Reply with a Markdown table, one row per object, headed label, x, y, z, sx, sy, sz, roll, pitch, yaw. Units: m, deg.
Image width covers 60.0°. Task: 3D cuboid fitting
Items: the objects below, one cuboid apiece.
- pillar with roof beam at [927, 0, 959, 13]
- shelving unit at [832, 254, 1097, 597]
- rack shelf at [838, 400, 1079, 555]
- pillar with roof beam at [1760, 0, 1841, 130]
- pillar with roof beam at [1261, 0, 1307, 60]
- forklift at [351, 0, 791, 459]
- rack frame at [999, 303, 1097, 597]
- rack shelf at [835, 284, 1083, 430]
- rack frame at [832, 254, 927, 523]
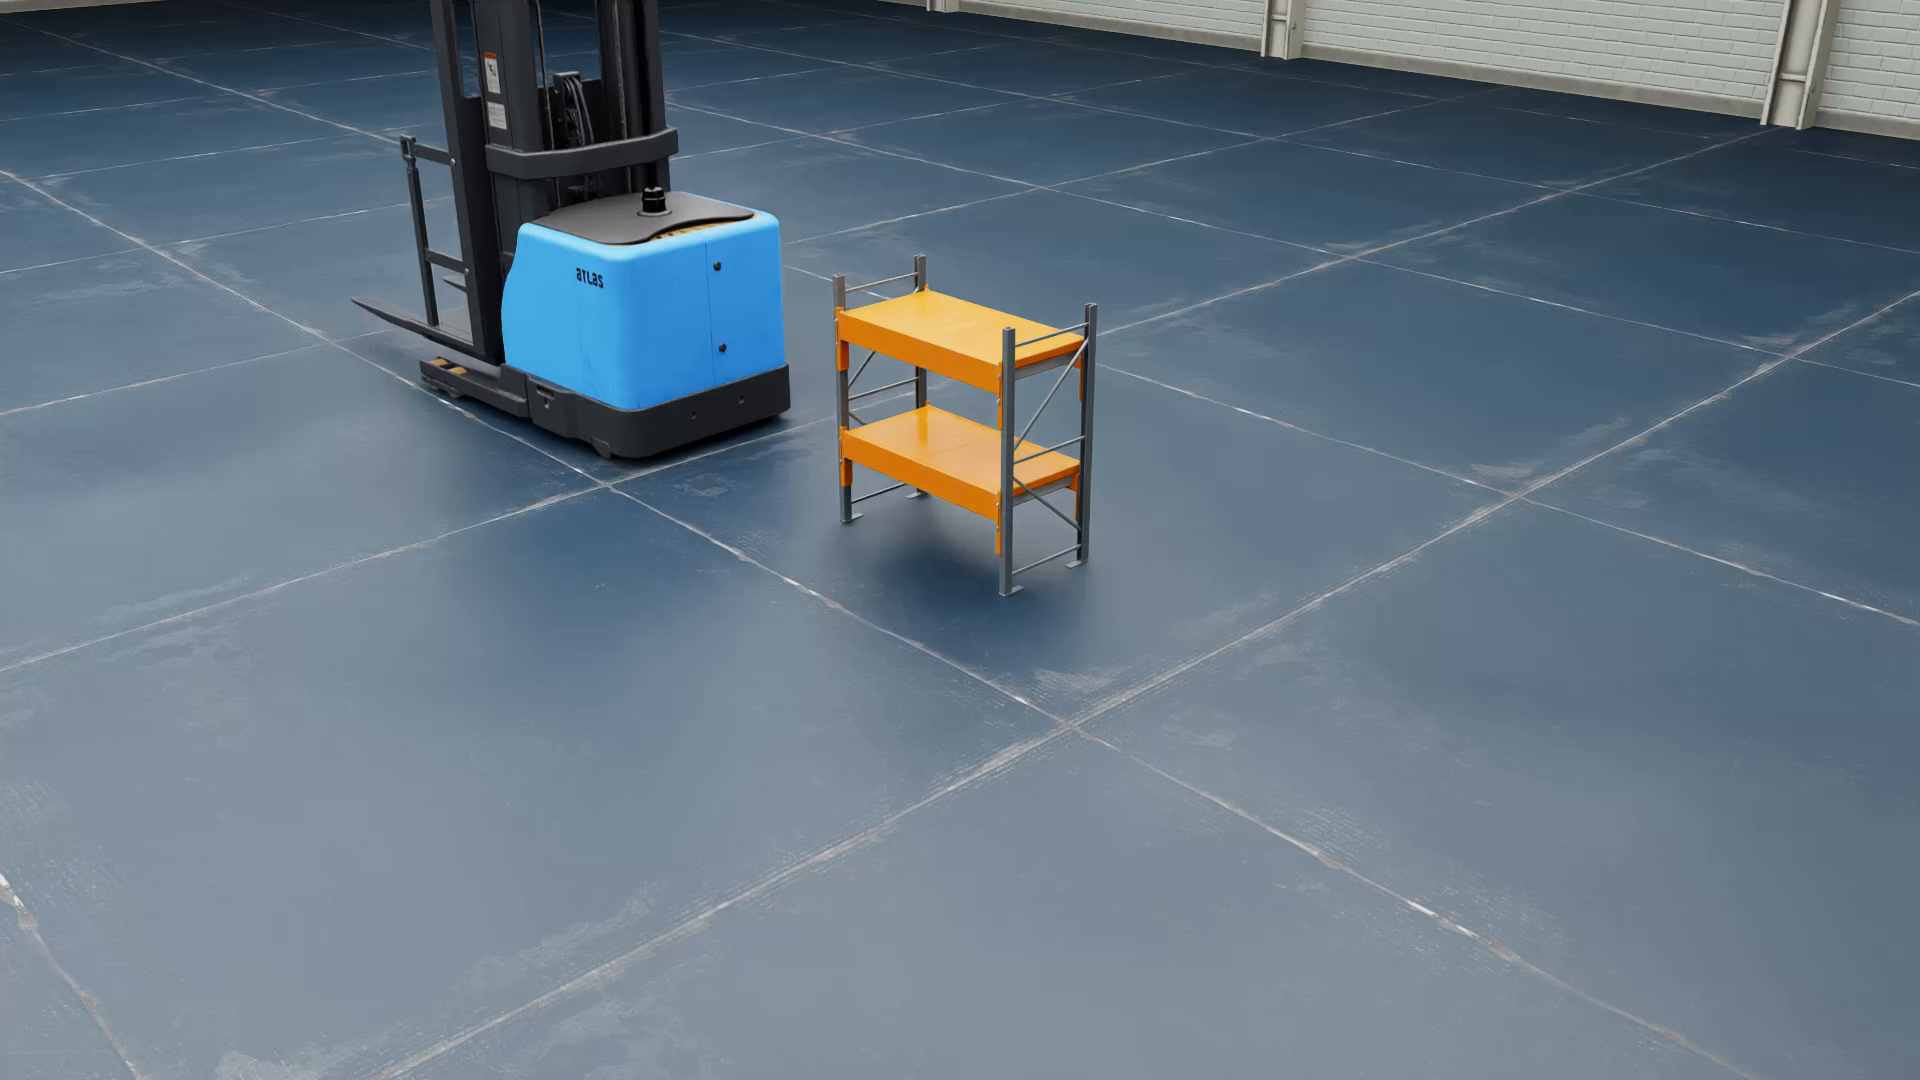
| label | x | y | z | sx | sy | sz | roll | pitch | yaw |
| --- | --- | --- | --- | --- | --- | --- | --- | --- | --- |
| pillar with roof beam | -3.379 | -10.505 | 19.435 | 9.100 | 9.000 | 0.400 | -21 | 32 | -38 |
| shelving unit | 0.005 | -0.510 | 7.012 | 0.538 | 1.125 | 1.048 | -21 | 32 | -38 |
| rack shelf | 0.005 | -0.287 | 7.114 | 0.538 | 0.278 | 1.000 | -21 | 32 | -38 |
| pillar with roof beam | 4.823 | -6.869 | 11.466 | 9.100 | 9.000 | 0.400 | -21 | 32 | -38 |
| pillar with roof beam | 0.722 | -8.687 | 15.450 | 9.100 | 9.000 | 0.400 | -21 | 32 | -38 |
| forklift | -2.287 | -2.231 | 8.608 | 3.031 | 2.935 | 1.130 | 22 | 32 | 39 |
| rack frame | 0.352 | -0.356 | 6.674 | 0.500 | 1.125 | 0.032 | -21 | 32 | -38 |
| rack shelf | 0.005 | -0.776 | 6.891 | 0.538 | 0.278 | 1.000 | -21 | 32 | -38 |
| rack frame | -0.343 | -0.664 | 7.350 | 0.500 | 1.125 | 0.032 | -21 | 32 | -38 |
